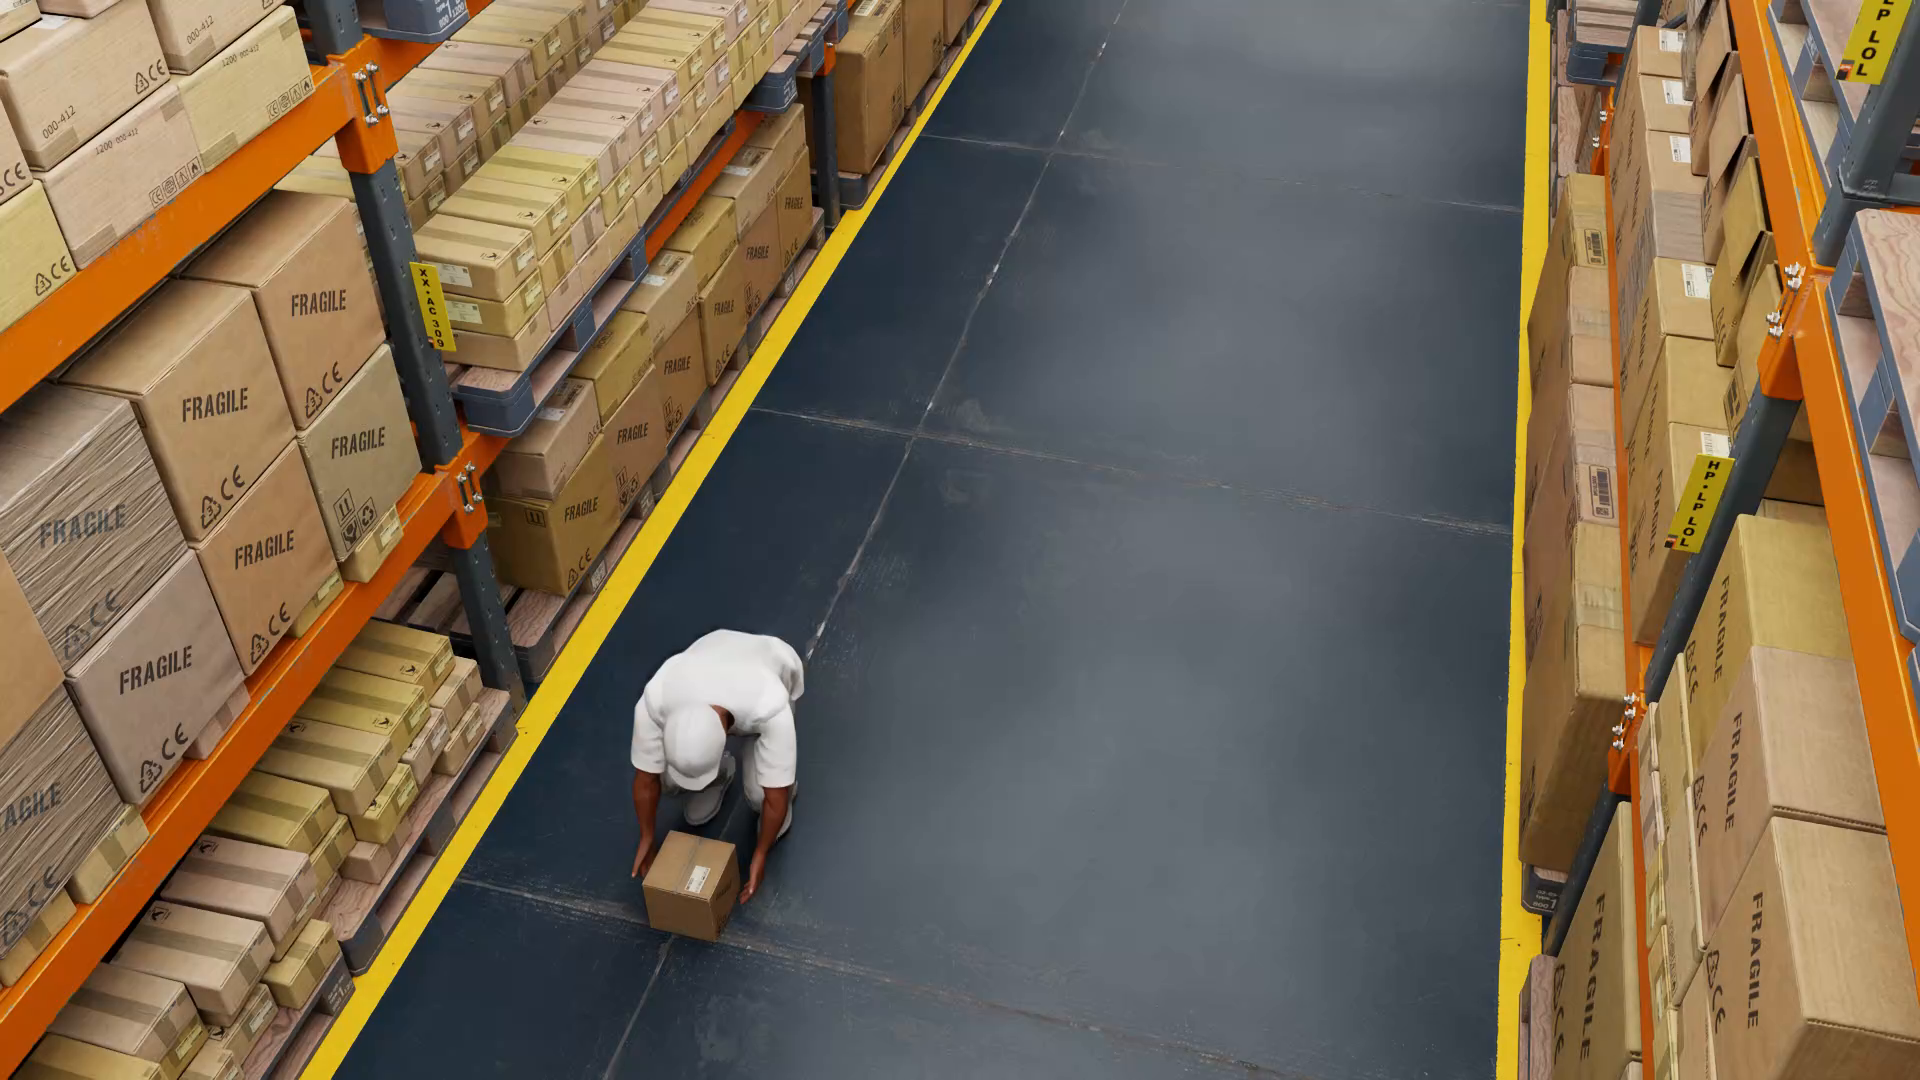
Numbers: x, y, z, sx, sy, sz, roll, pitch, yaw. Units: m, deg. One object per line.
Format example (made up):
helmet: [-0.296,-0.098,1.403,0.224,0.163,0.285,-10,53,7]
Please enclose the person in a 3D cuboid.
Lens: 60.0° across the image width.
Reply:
person: [-0.810,0.721,5.899,0.584,0.994,0.894,10,42,11]
